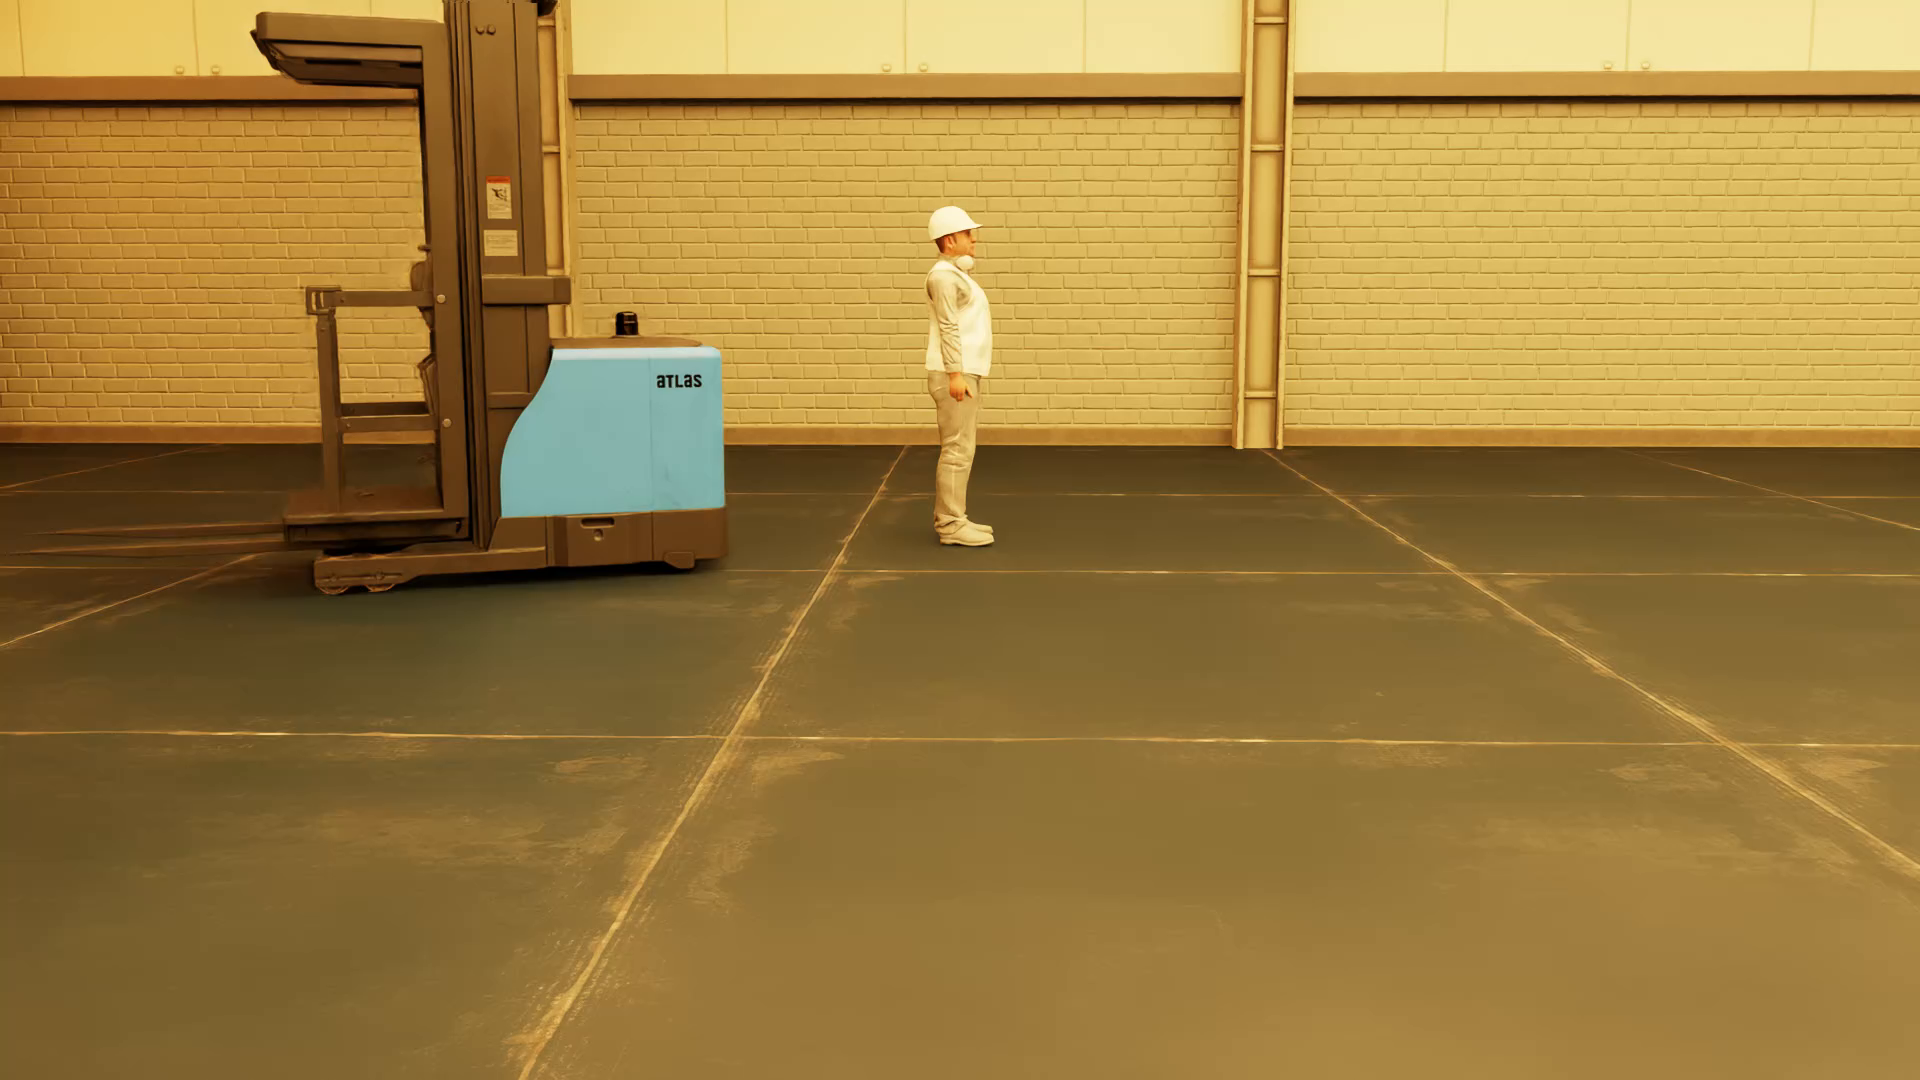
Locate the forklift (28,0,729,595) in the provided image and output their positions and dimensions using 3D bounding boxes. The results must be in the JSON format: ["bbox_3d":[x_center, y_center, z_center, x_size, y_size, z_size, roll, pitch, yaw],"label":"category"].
[{"bbox_3d":[-2.693,-1.295,7.773,3.031,2.935,1.130,-3,9,-19],"label":"forklift"}]

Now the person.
[{"bbox_3d":[0.000,-0.877,8.878,0.372,1.775,0.525,0,9,1],"label":"person"}]
